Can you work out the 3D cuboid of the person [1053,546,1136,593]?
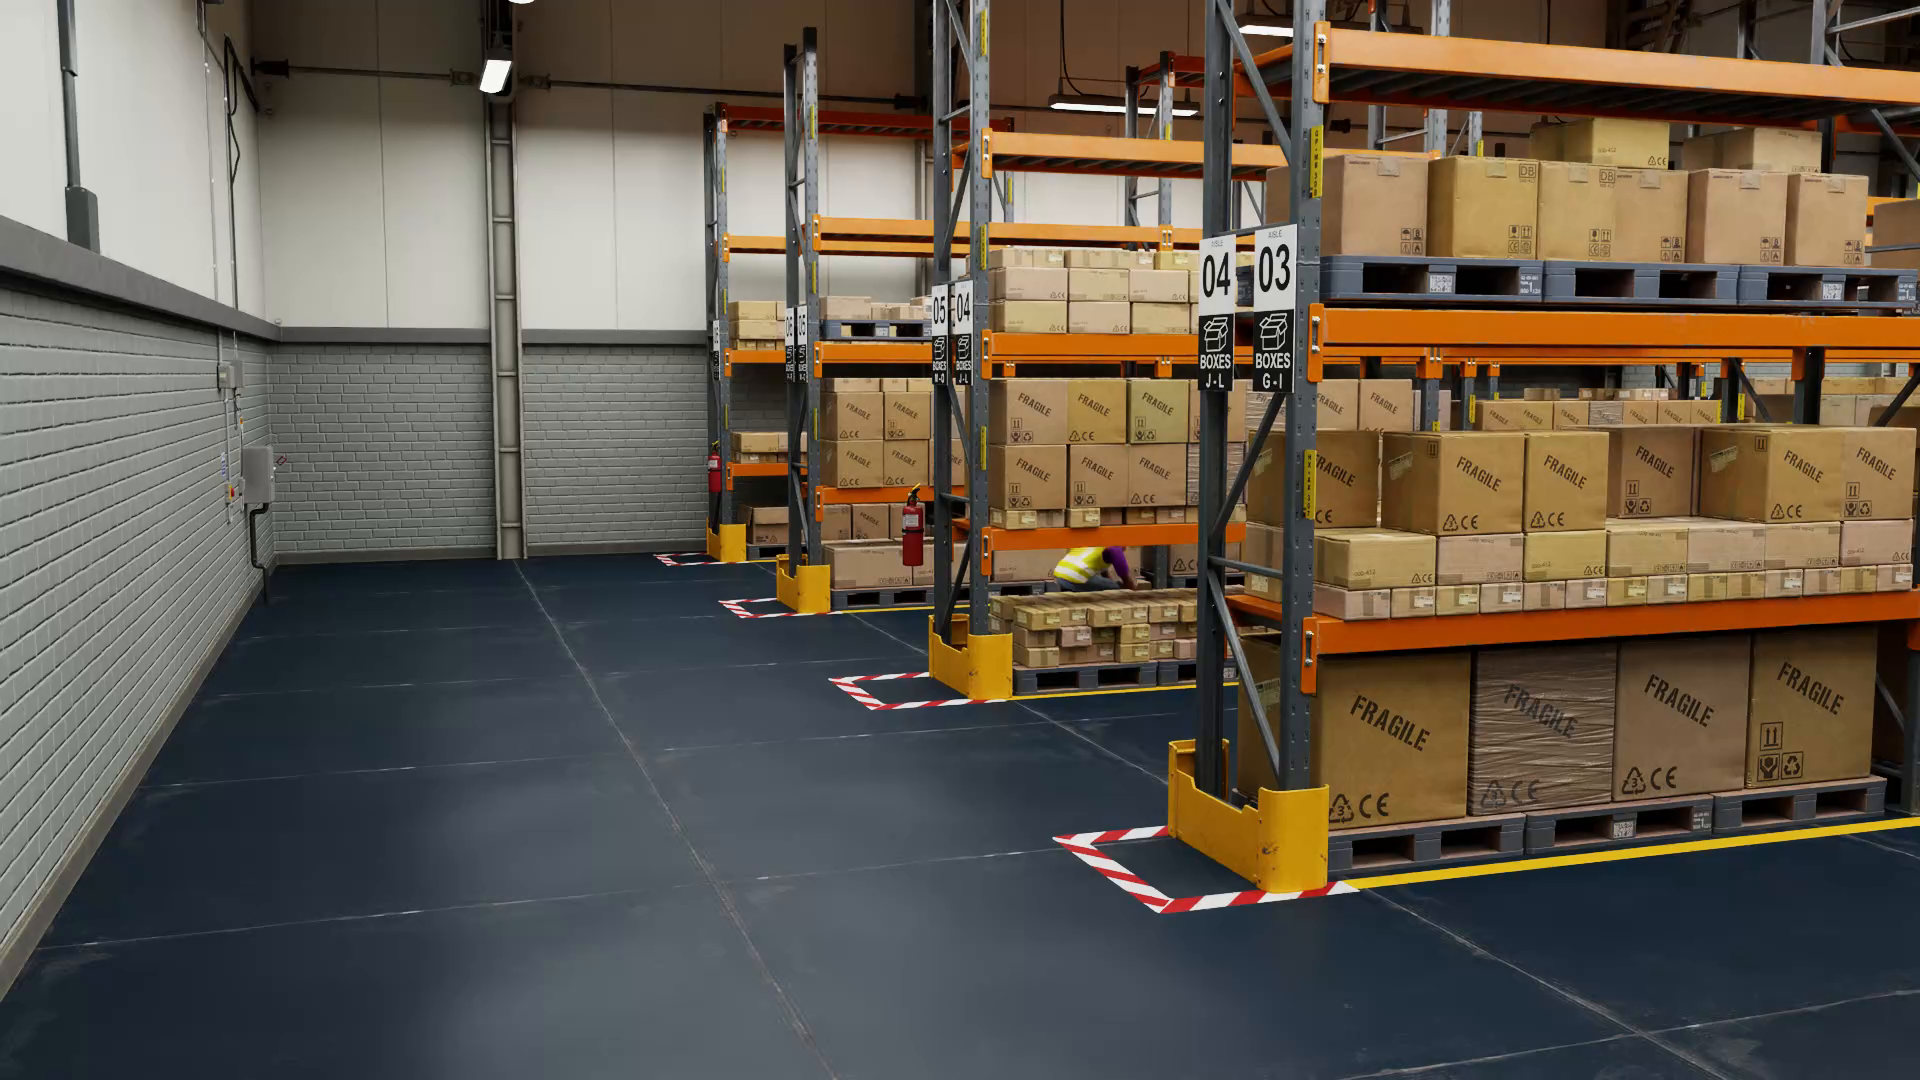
[{"bbox_3d":[1.363,0.359,16.381,0.891,1.026,0.583,-2,6,-19],"label":"person"}]
